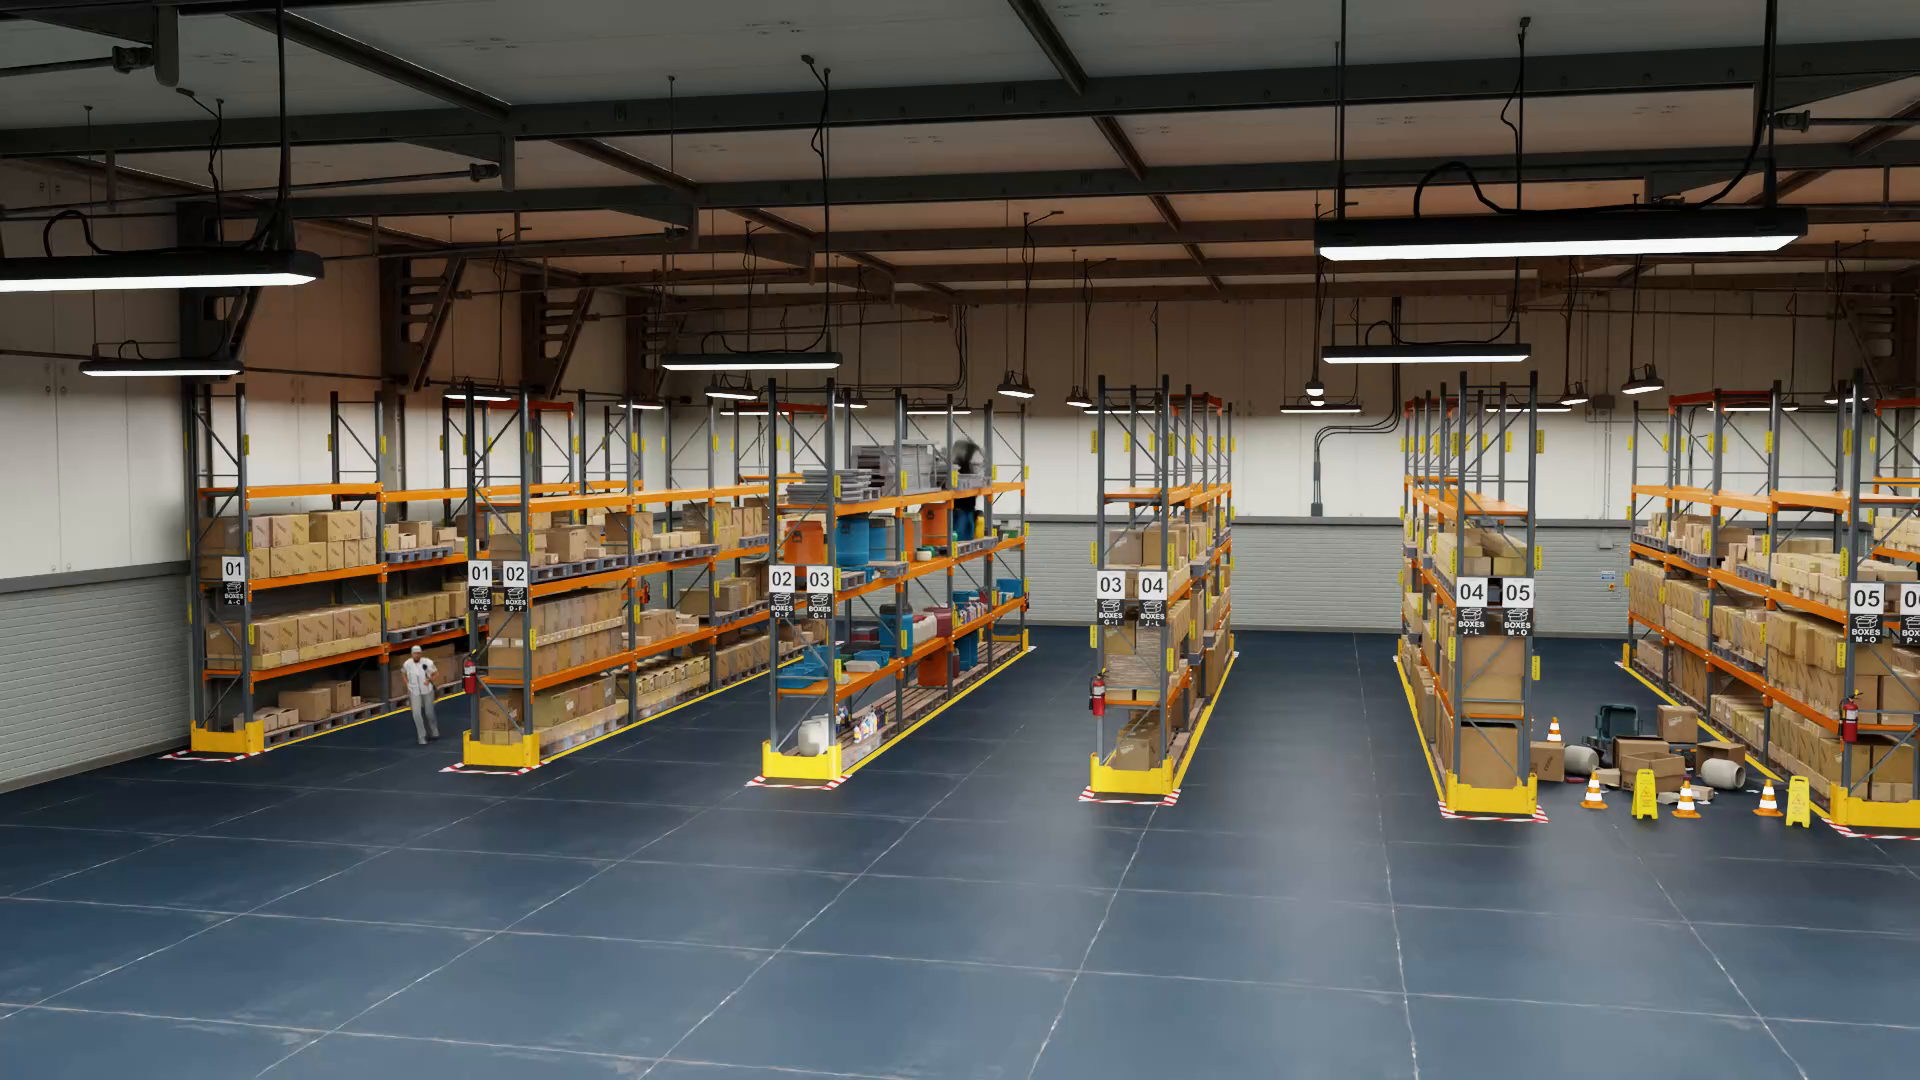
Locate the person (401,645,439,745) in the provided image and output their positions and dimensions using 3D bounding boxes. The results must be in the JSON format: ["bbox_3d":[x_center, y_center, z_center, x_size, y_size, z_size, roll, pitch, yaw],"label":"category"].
[{"bbox_3d":[-9.103,2.575,28.034,0.627,1.632,0.844,0,3,-6],"label":"person"}]

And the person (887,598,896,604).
[{"bbox_3d":[-1.502,2.082,36.428,0.563,1.645,0.631,1,4,25],"label":"person"}]
